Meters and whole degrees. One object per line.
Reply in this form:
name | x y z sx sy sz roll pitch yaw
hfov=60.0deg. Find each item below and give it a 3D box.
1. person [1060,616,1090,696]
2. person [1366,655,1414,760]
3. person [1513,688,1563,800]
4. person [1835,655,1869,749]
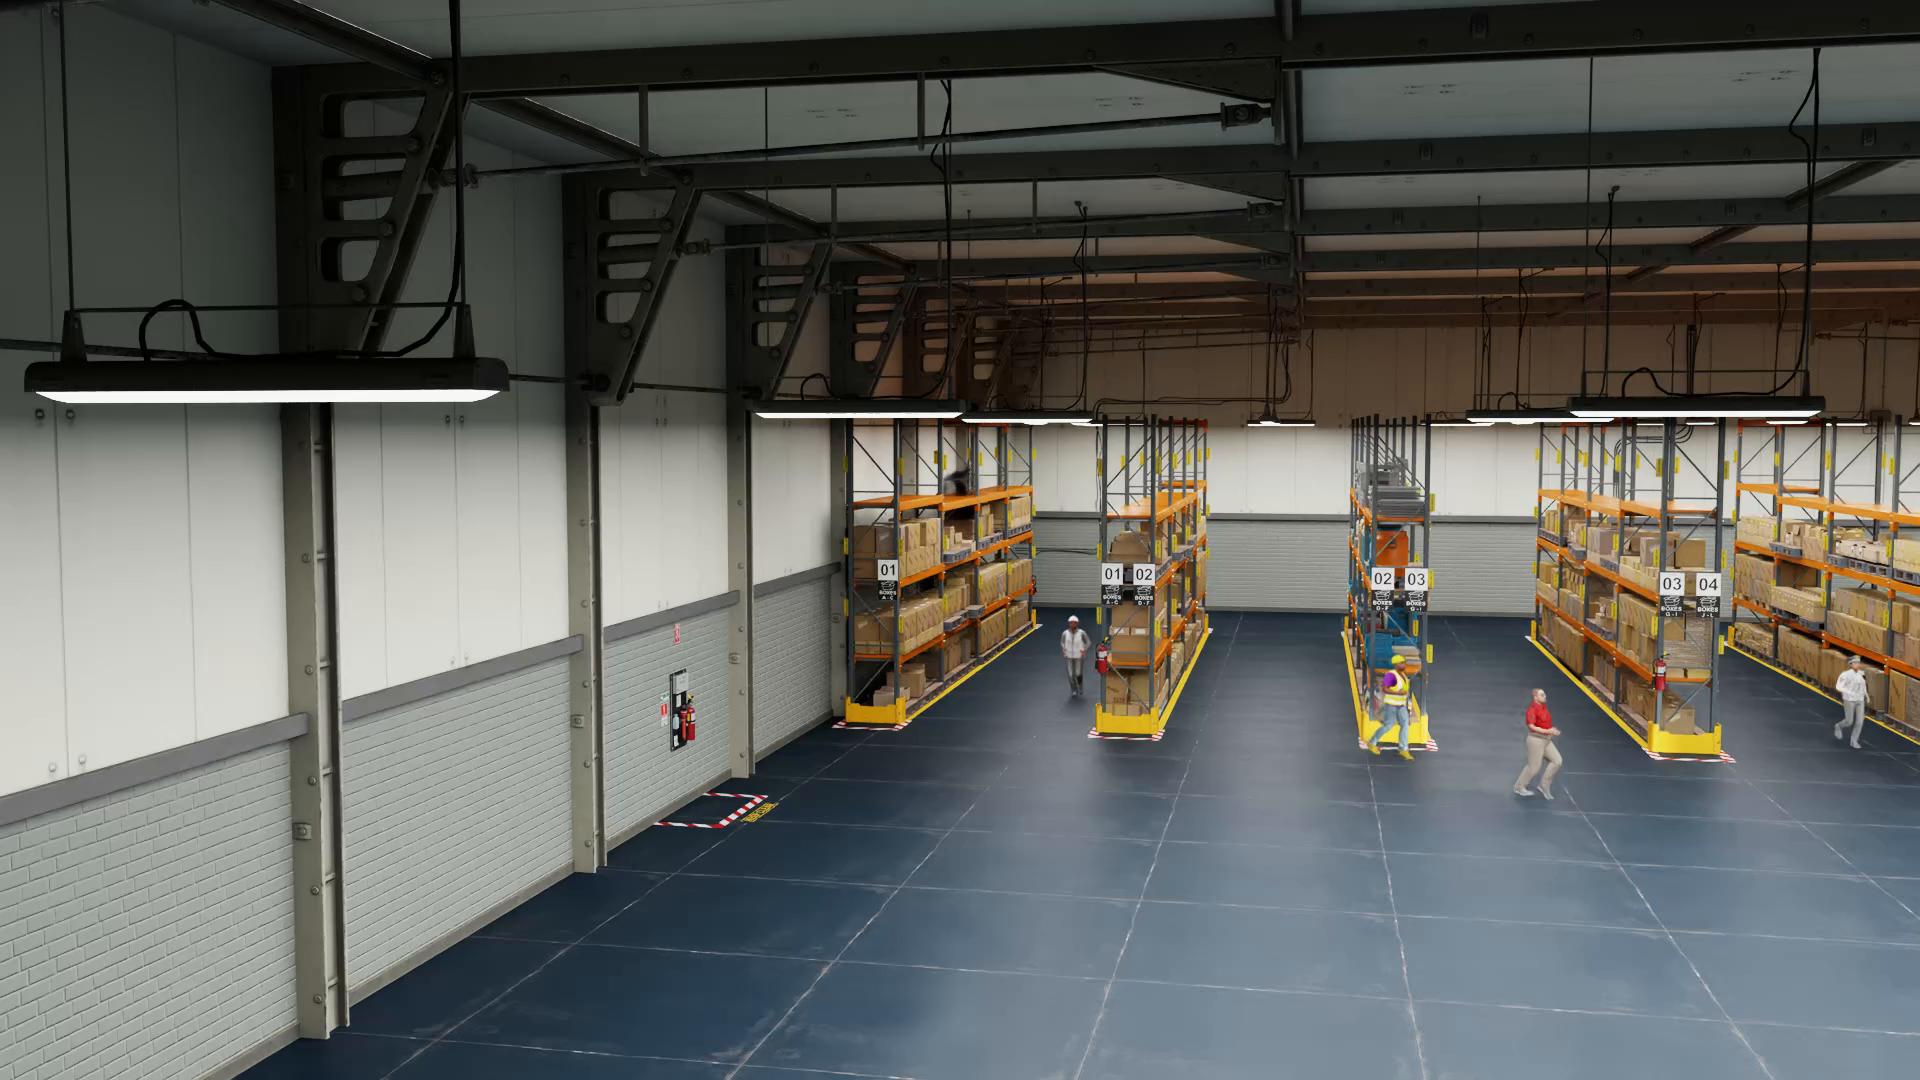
person | 2.430 2.488 35.462 0.635 1.727 0.564 1 4 14
person | 7.585 2.893 29.002 0.722 1.777 0.897 -4 5 -44
person | 8.967 3.171 25.750 0.723 1.766 0.665 4 5 43
person | 16.098 2.892 29.995 0.619 1.663 0.684 0 4 -2
